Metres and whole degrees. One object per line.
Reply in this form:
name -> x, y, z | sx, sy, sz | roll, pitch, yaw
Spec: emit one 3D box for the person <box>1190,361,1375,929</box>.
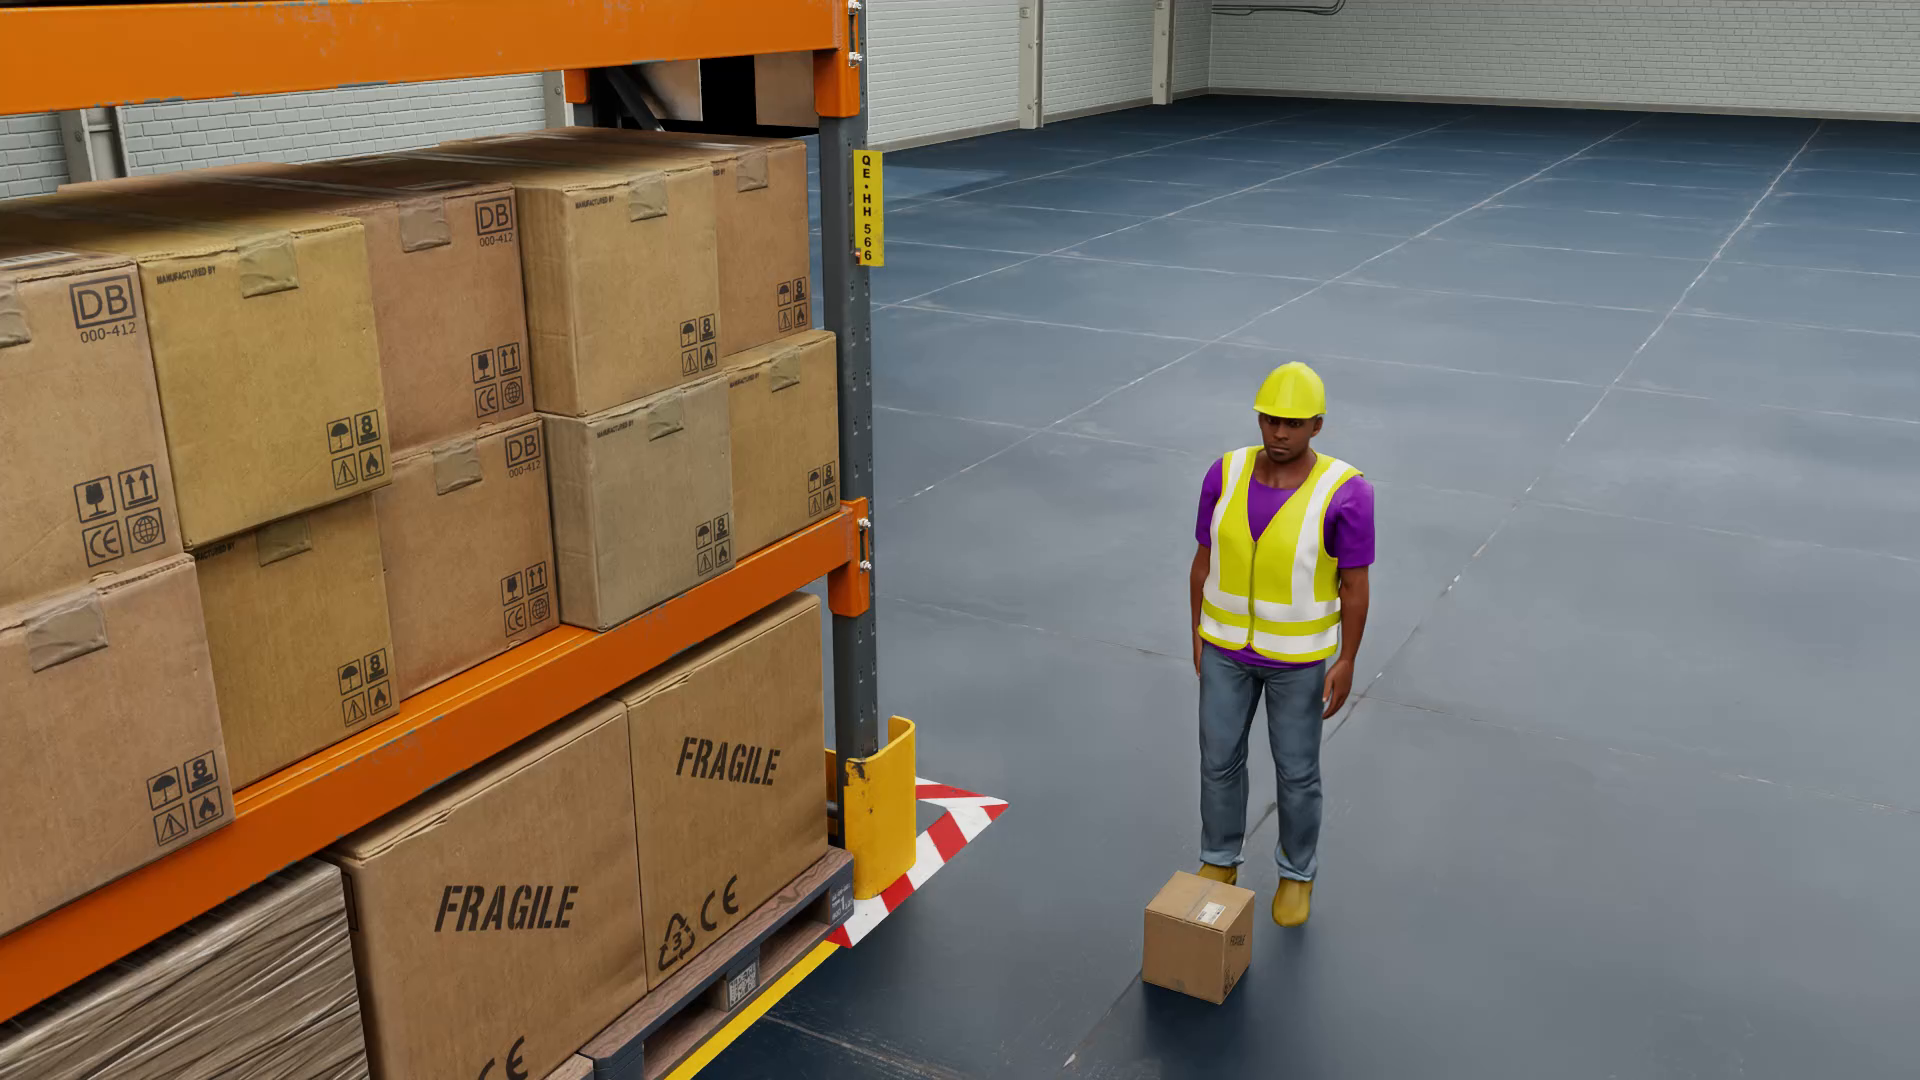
person -> 0.948, 0.342, 5.094 | 0.563, 1.784, 0.382 | 11, 22, 29
